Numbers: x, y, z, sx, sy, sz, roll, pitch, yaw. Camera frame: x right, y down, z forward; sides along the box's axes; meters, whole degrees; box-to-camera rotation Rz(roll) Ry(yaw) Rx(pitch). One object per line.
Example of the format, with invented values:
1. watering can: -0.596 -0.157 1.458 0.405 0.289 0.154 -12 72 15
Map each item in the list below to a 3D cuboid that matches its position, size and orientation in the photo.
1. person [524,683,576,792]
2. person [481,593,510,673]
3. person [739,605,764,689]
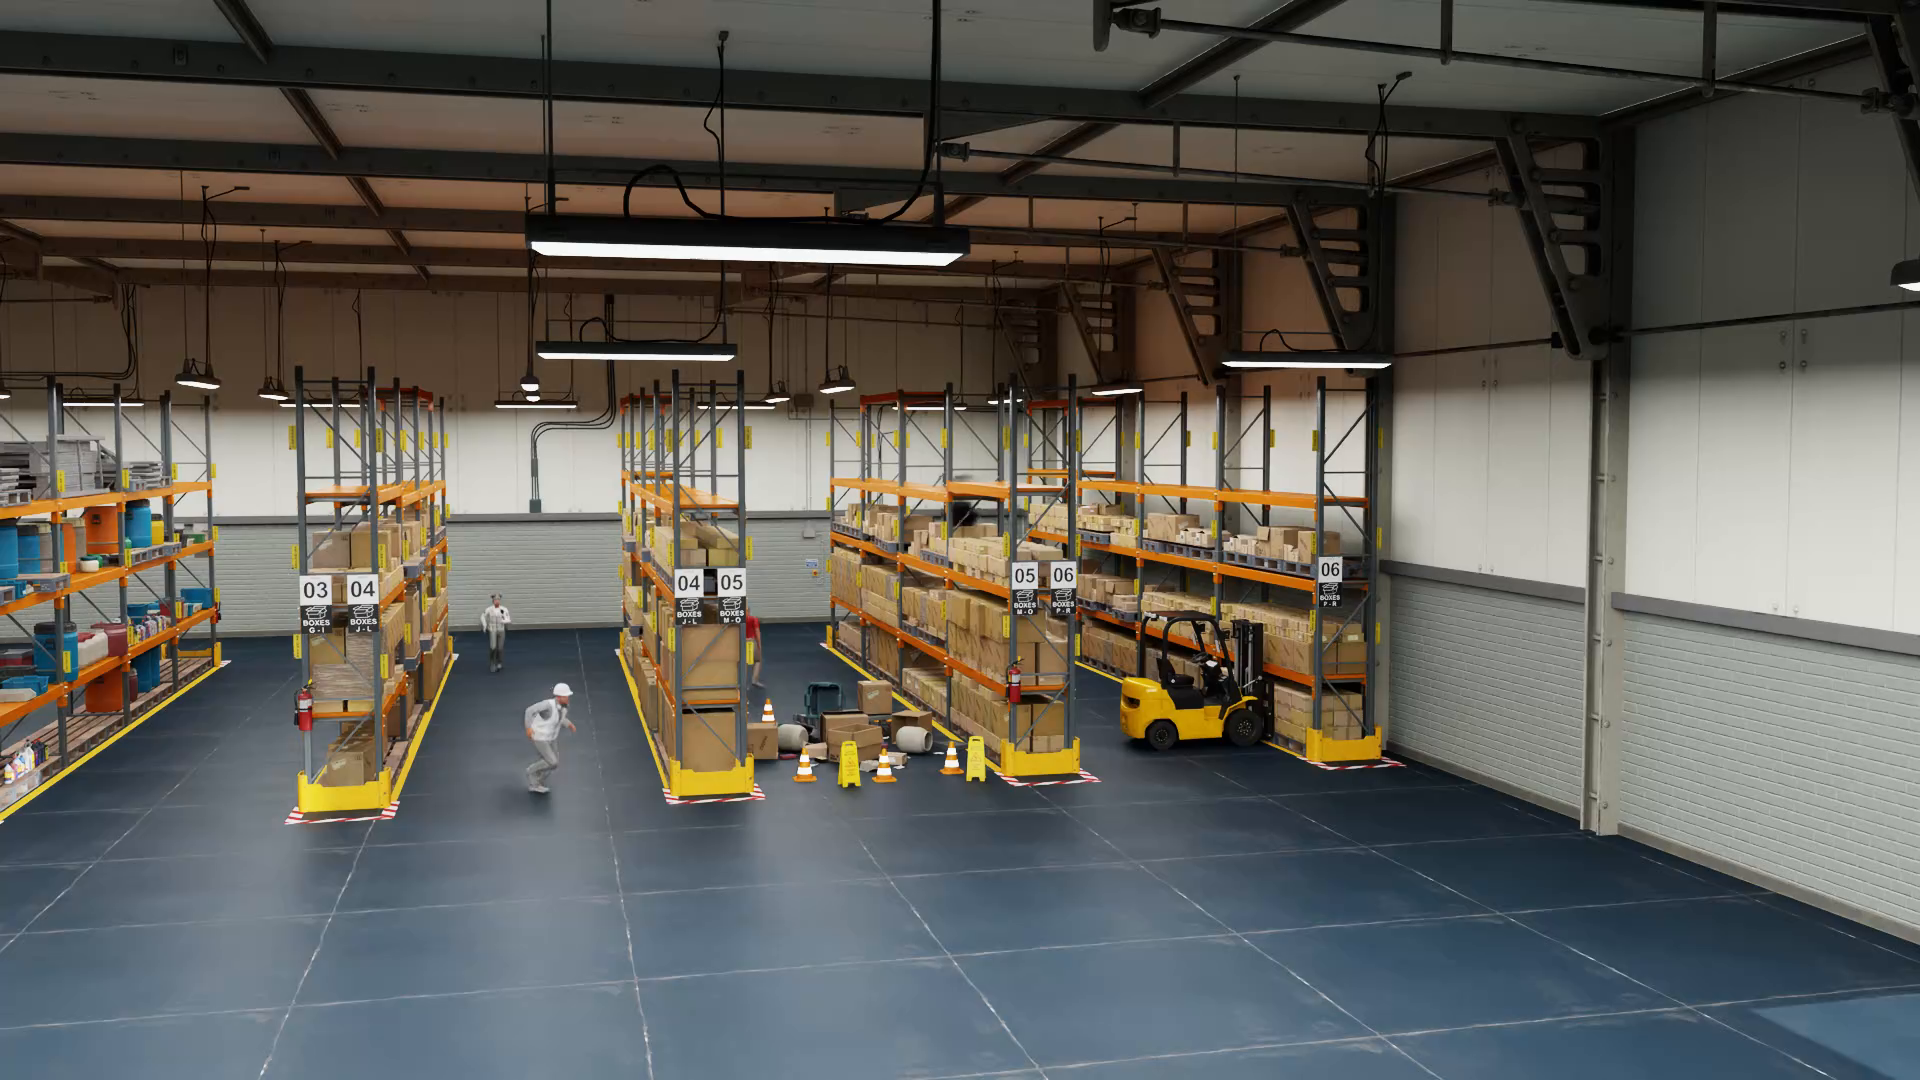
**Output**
1. person: -5.816 2.806 23.476 0.814 1.597 0.690 2 4 28
2. person: -10.046 2.012 36.002 0.570 1.718 0.686 -1 4 -22
3. person: -4.301 2.181 33.539 0.647 1.693 0.775 0 3 1
